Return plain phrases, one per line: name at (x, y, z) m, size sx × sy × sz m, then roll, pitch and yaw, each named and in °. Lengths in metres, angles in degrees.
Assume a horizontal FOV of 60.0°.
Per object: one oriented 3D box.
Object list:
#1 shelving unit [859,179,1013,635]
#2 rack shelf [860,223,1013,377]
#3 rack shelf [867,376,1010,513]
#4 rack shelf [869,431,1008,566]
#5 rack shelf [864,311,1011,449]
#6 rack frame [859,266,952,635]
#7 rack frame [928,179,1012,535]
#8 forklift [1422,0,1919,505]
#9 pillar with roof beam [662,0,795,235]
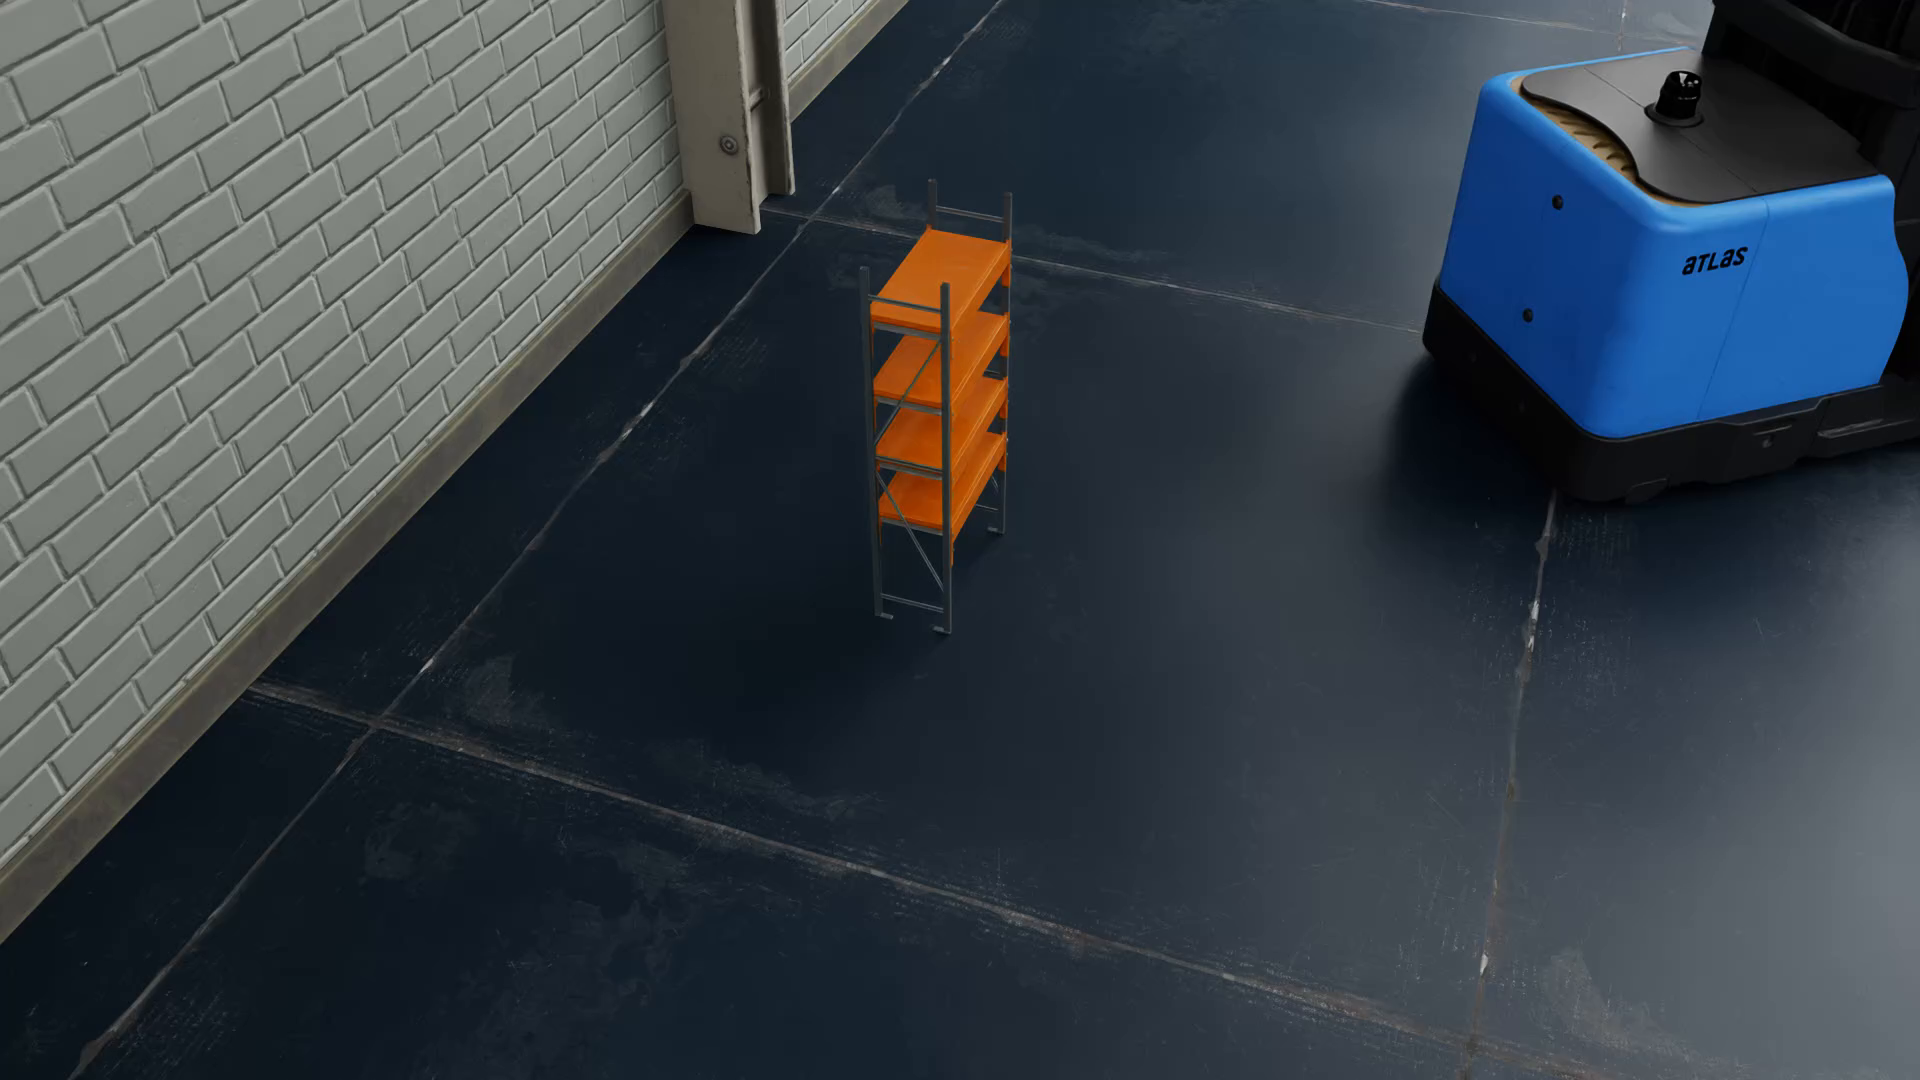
shelving unit at (-0.057, -0.355, 4.742) m, size 0.258 × 1.200 × 0.503 m, roll 13°, pitch 42°, yaw 15°
rack shelf at (-0.057, -0.654, 4.487) m, size 0.258 × 0.148 × 0.480 m, roll 13°, pitch 42°, yaw 15°
rack shelf at (-0.057, -0.304, 4.786) m, size 0.258 × 0.148 × 0.480 m, roll 13°, pitch 42°, yaw 15°
rack shelf at (-0.057, -0.153, 4.915) m, size 0.258 × 0.148 × 0.480 m, roll 13°, pitch 42°, yaw 15°
rack shelf at (-0.057, -0.474, 4.641) m, size 0.258 × 0.148 × 0.480 m, roll 13°, pitch 42°, yaw 15°
rack frame at (-0.140, -0.207, 4.568) m, size 0.240 × 1.200 × 0.015 m, roll 13°, pitch 42°, yaw 15°
rack frame at (0.027, -0.504, 4.917) m, size 0.240 × 1.200 × 0.015 m, roll 13°, pitch 42°, yaw 15°
forklift at (3.235, -1.787, 5.087) m, size 3.031 × 2.935 × 1.130 m, roll -12°, pitch 42°, yaw -13°
pillar with roof beam at (3.145, -3.851, 2.830) m, size 9.100 × 9.000 × 0.400 m, roll 13°, pitch 42°, yaw 15°
